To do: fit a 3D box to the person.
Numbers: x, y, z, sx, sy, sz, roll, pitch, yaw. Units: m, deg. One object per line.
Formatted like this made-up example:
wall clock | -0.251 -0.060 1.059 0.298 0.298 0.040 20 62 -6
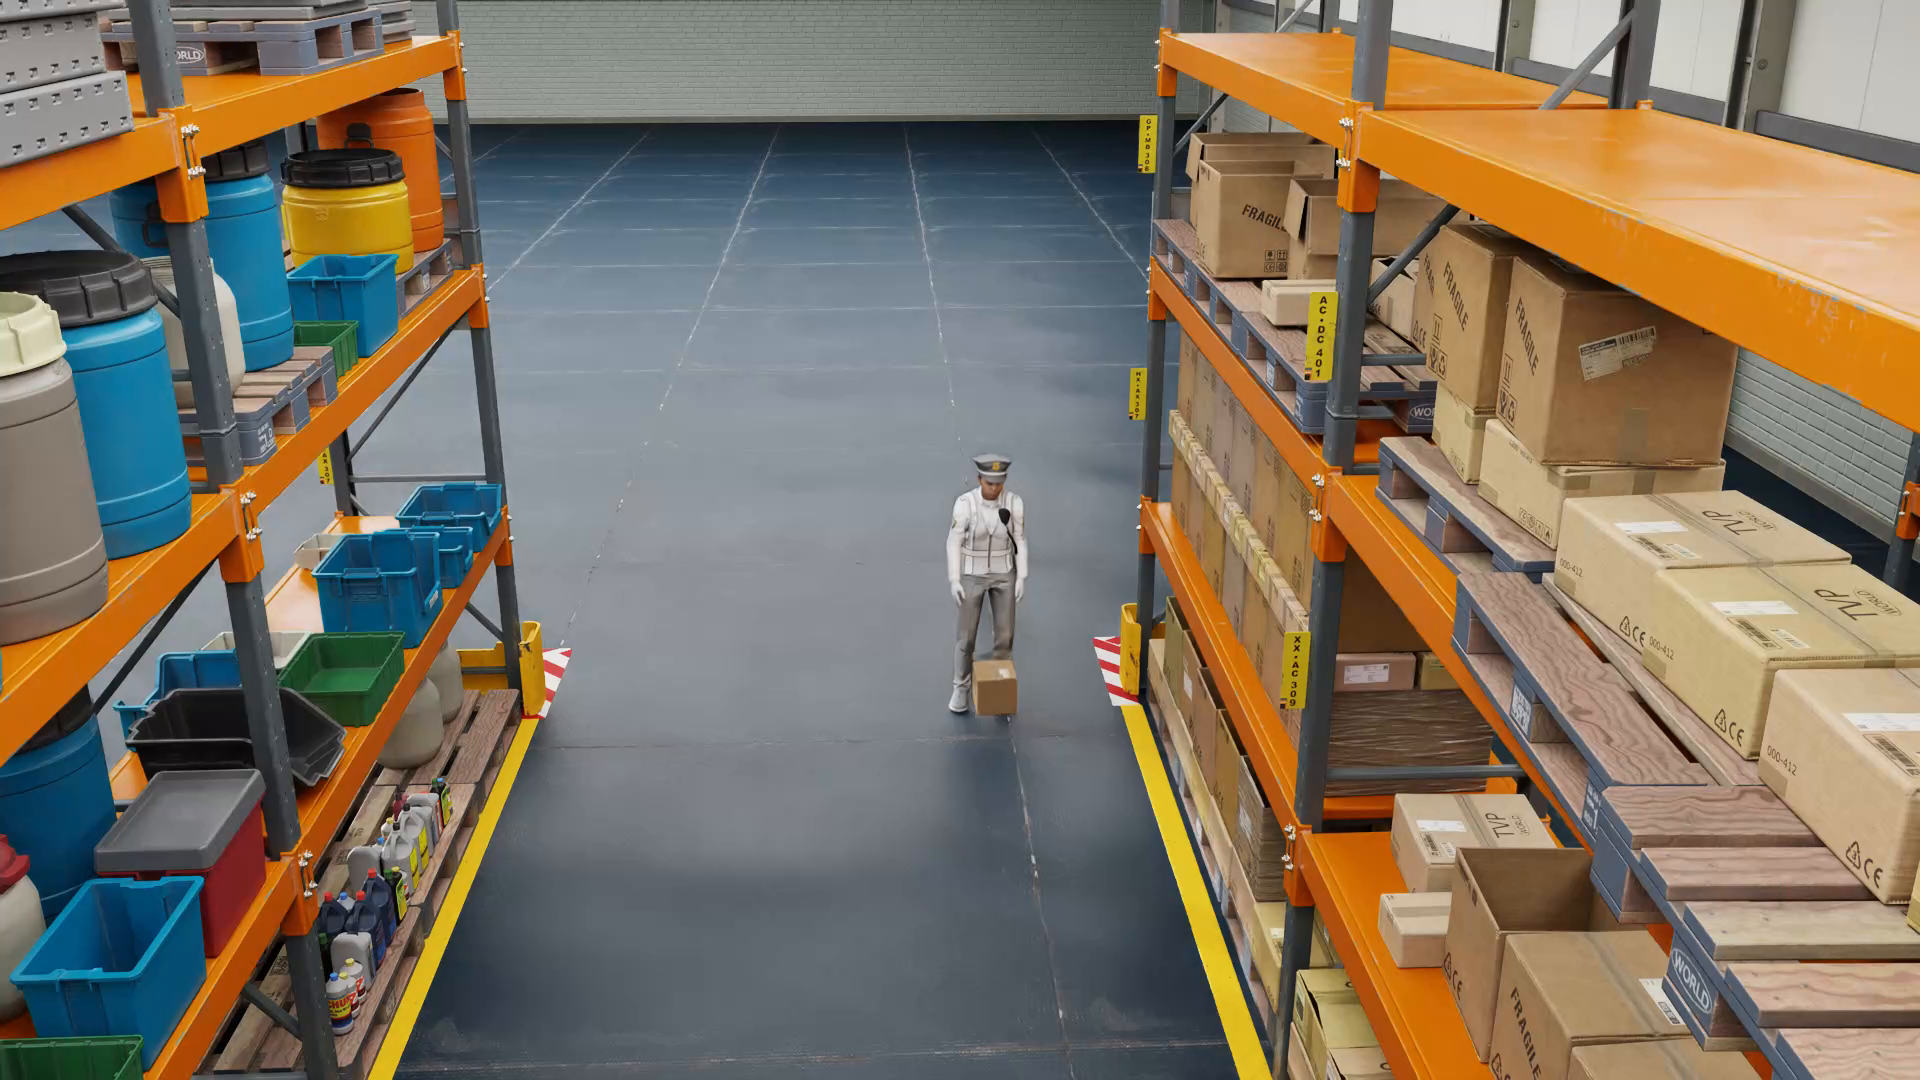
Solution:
person | 0.174 0.251 10.400 0.513 1.665 0.360 -3 21 -7
